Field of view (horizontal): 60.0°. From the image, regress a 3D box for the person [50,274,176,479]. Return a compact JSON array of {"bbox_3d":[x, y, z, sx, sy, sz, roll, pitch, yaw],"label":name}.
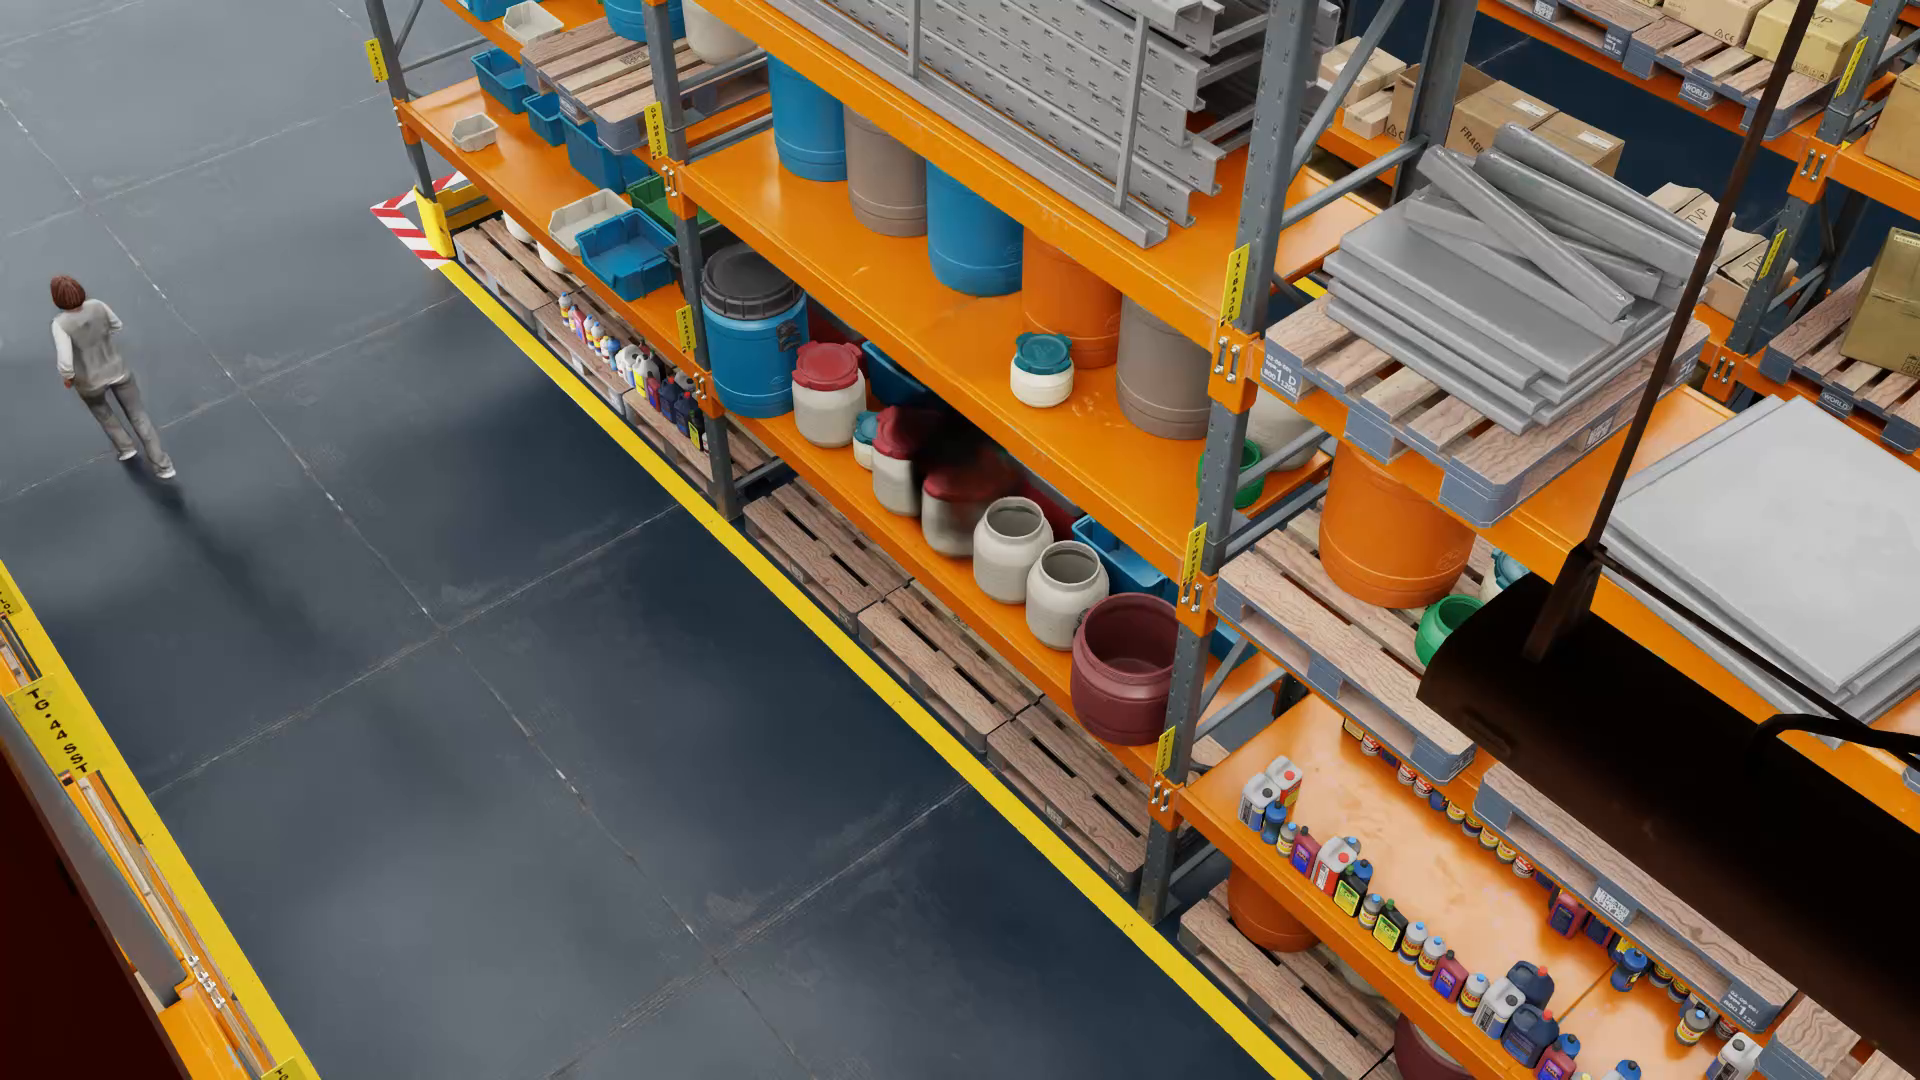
[{"bbox_3d":[-5.576,-1.030,10.870,0.511,1.619,0.700,-35,56,-29],"label":"person"}]
